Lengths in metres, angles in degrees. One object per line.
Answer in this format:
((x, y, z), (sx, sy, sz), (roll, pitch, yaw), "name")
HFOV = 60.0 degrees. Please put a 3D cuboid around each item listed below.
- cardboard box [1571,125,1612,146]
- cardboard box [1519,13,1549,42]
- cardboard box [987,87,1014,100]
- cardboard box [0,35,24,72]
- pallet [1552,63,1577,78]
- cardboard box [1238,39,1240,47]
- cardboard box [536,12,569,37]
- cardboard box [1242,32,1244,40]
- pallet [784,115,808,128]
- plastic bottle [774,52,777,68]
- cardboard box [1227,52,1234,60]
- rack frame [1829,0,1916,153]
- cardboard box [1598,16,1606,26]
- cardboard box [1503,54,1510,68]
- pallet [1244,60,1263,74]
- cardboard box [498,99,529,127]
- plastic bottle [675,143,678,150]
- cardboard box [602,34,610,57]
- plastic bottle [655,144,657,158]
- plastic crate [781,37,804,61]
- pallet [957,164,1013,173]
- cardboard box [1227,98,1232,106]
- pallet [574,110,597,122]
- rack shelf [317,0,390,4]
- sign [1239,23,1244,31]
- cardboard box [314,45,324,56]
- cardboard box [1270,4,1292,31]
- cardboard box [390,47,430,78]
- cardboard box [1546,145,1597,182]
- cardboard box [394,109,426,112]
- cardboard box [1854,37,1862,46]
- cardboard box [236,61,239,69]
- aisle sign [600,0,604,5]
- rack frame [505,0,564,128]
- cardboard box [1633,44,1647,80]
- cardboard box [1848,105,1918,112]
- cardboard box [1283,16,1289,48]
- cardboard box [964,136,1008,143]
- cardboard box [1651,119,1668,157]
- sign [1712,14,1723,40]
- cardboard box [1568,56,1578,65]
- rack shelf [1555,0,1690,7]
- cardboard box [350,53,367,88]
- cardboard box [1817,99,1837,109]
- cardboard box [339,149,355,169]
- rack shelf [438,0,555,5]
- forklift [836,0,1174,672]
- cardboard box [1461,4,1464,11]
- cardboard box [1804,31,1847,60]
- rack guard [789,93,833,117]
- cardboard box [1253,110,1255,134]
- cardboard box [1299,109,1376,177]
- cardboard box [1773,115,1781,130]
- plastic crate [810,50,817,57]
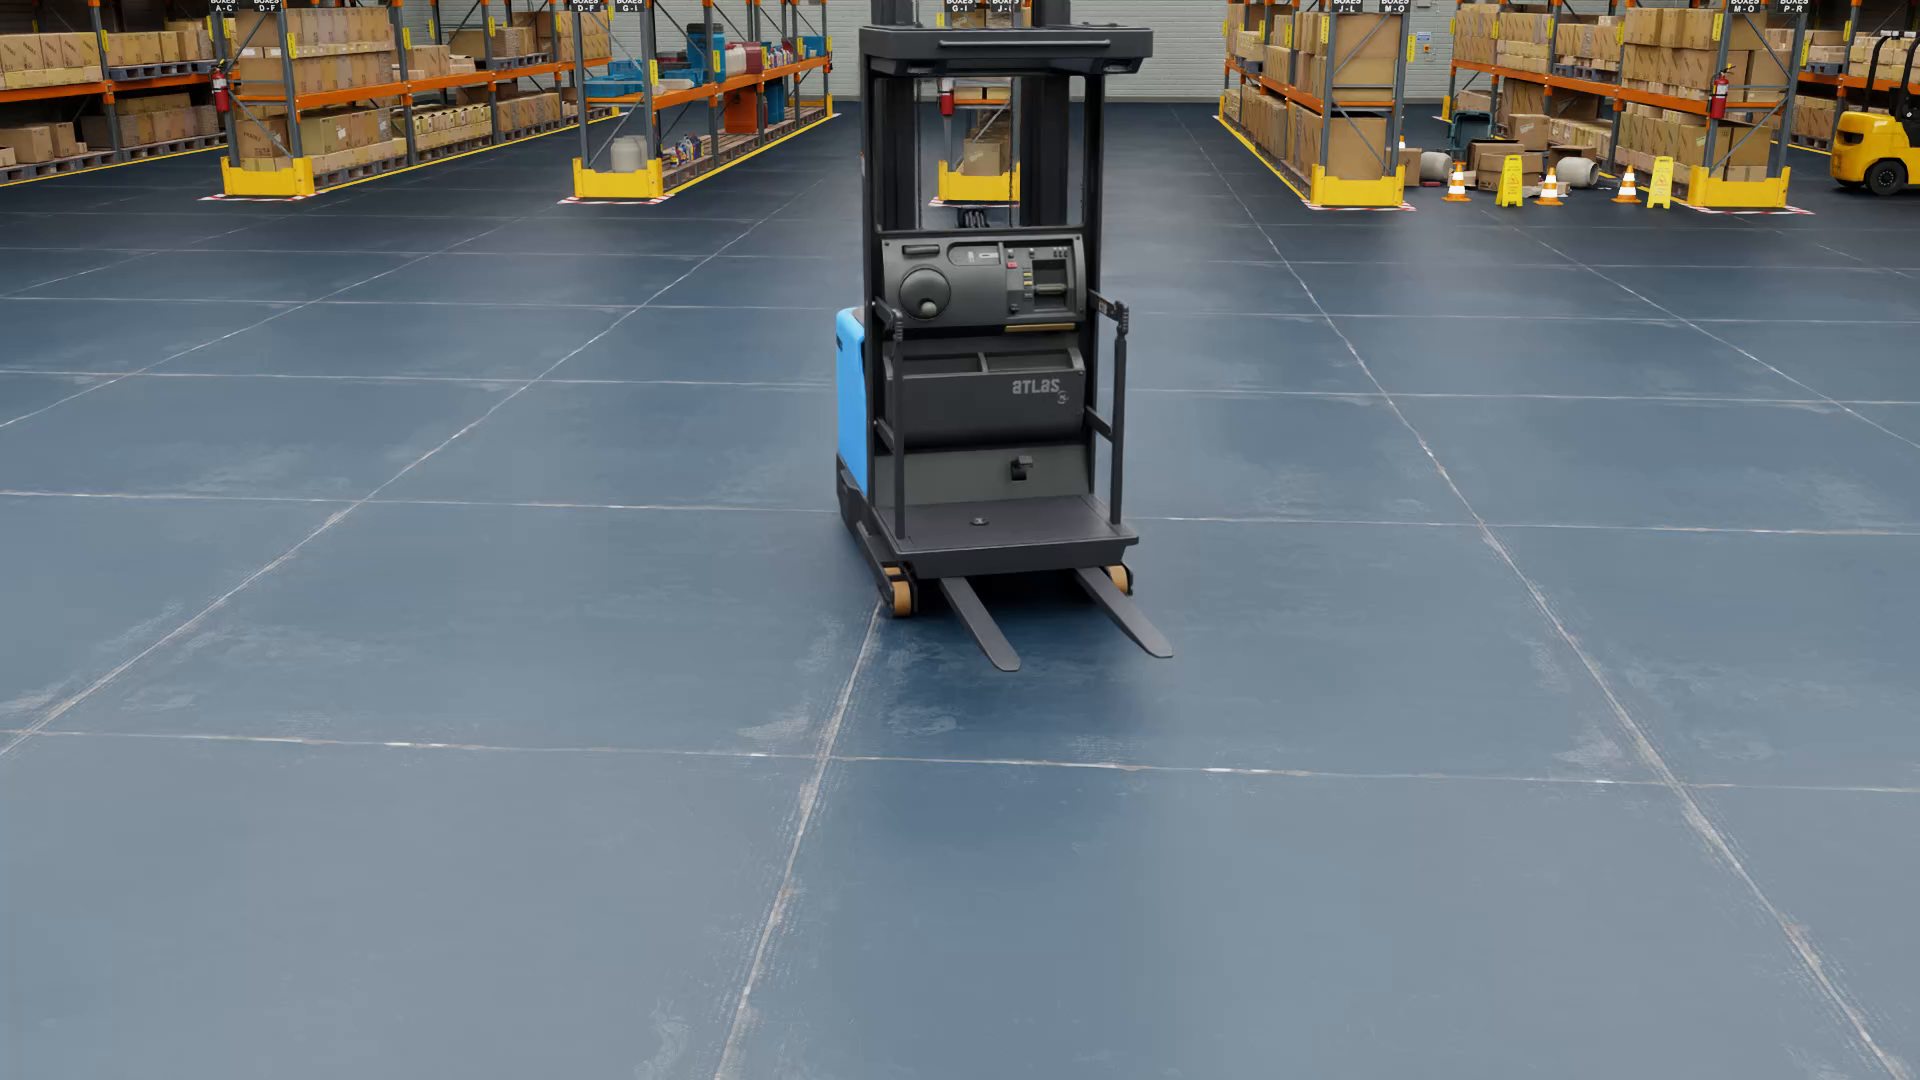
((10.600, -6.596, 27.282), (0.950, 0.372, 0.625), (2, 18, 6), "cardboard box")
((10.646, -9.445, 30.665), (0.500, 0.500, 0.500), (1, 18, 3), "cardboard box")
((0.556, -5.986, 22.277), (0.380, 0.149, 0.250), (1, 18, 4), "cardboard box")
((-14.101, -7.104, 24.289), (0.500, 0.500, 0.500), (1, 18, 2), "cardboard box")
((10.811, -7.971, 28.239), (1.213, 0.211, 1.003), (1, 18, 4), "pallet")
((5.594, -9.636, 32.264), (0.380, 0.149, 0.250), (1, 18, 3), "cardboard box")
((-8.408, -10.634, 34.293), (0.500, 0.500, 0.500), (2, 18, 5), "cardboard box")
((5.538, -9.534, 31.477), (0.380, 0.149, 0.250), (1, 18, 3), "cardboard box")
((-3.768, -8.764, 34.830), (1.003, 0.211, 1.213), (1, 18, 4), "pallet")
((-3.548, -9.218, 31.924), (0.061, 0.283, 0.133), (1, 18, 4), "plastic bottle")
((5.985, -10.474, 35.975), (0.380, 0.149, 0.250), (1, 18, 2), "cardboard box")
((15.707, -8.176, 28.557), (1.000, 3.000, 0.127), (1, 18, 4), "rack frame")
((10.309, -8.188, 26.241), (0.380, 0.149, 0.250), (1, 18, 2), "cardboard box")
((10.712, -9.165, 31.817), (0.500, 0.250, 0.500), (1, 18, 3), "cardboard box")
((5.756, -8.497, 29.846), (1.213, 0.211, 1.003), (1, 18, 4), "pallet")
((-8.619, -8.204, 31.950), (0.500, 0.500, 0.500), (1, 18, 3), "cardboard box")
((-4.273, -5.879, 25.202), (0.061, 0.283, 0.133), (1, 18, 4), "plastic bottle")
((-8.196, -11.116, 37.370), (0.500, 0.500, 0.500), (2, 18, 6), "cardboard box")
((-4.717, -5.998, 25.587), (0.097, 0.271, 0.097), (0, 18, 0), "plastic bottle")
((-3.468, -10.190, 34.506), (0.402, 0.464, 0.583), (1, 18, 4), "plastic crate")
((0.487, -5.350, 24.411), (1.003, 0.211, 1.213), (1, 18, 4), "pallet")
((5.959, -9.439, 35.840), (0.380, 0.149, 0.250), (2, 18, 6), "cardboard box")
((-8.588, -9.239, 36.281), (1.003, 0.211, 1.213), (1, 18, 4), "pallet")
((-13.520, -11.785, 35.911), (1.077, 0.370, 4.000), (1, 18, 4), "rack shelf")
((5.556, -10.028, 32.820), (0.100, 0.325, 0.005), (1, 18, 4), "sign")
((-9.284, -6.955, 23.629), (0.380, 0.149, 0.250), (1, 18, 3), "cardboard box")
((6.373, -10.406, 33.118), (0.500, 0.500, 0.500), (2, 18, 5), "cardboard box")
((-9.187, -7.936, 27.665), (0.500, 0.500, 0.500), (3, 18, 8), "cardboard box")
((9.035, -5.554, 24.566), (0.500, 0.500, 0.500), (17, 25, 41), "cardboard box")
((-9.444, -7.251, 28.575), (0.500, 0.311, 0.500), (1, 18, 3), "cardboard box")
((15.390, -8.439, 28.159), (0.380, 0.149, 0.250), (2, 18, 6), "cardboard box")
((-13.669, -8.904, 31.150), (0.380, 0.149, 0.250), (2, 18, 5), "cardboard box")
((-8.125, -12.463, 37.467), (0.394, 0.787, 0.004), (1, 18, 4), "aisle sign")
((-8.723, -9.971, 34.037), (1.000, 3.000, 0.127), (1, 18, 4), "rack frame")
((10.147, -6.945, 24.163), (0.500, 0.500, 0.500), (1, 18, 4), "cardboard box")
((15.649, -7.054, 28.271), (0.875, 0.625, 0.625), (2, 18, 6), "cardboard box")
((5.663, -8.273, 27.087), (0.700, 0.500, 0.500), (1, 18, 3), "cardboard box")
((0.368, -5.414, 23.468), (0.500, 0.500, 0.500), (6, 19, 18), "cardboard box")
((10.057, -5.624, 23.305), (0.500, 0.500, 0.500), (1, 18, 3), "cardboard box")
((9.630, -6.520, 21.136), (0.100, 0.325, 0.005), (1, 18, 4), "sign")
((10.387, -8.013, 27.789), (0.380, 0.149, 0.250), (1, 18, 4), "cardboard box")
((10.612, -8.748, 26.641), (1.077, 0.370, 4.000), (1, 18, 4), "rack shelf")
((-9.393, -7.077, 25.042), (0.700, 0.500, 0.500), (2, 18, 5), "cardboard box")
((15.478, -7.740, 29.526), (0.380, 0.149, 0.250), (0, 18, 1), "cardboard box")
((-9.254, -5.610, 24.467), (0.500, 0.250, 0.500), (1, 18, 4), "cardboard box")
((-8.866, -10.434, 31.786), (1.077, 0.370, 4.000), (1, 18, 4), "rack shelf")
((0.159, -1.175, 7.302), (1.130, 2.935, 3.031), (-4, 19, -12), "forklift")
((11.028, -11.497, 35.885), (0.380, 0.149, 0.250), (2, 18, 5), "cardboard box")
((15.639, -8.936, 30.036), (0.797, 0.503, 0.637), (1, 18, 3), "cardboard box")
((-3.507, -9.922, 37.900), (1.175, 0.500, 0.348), (1, 18, 4), "rack guard")
((5.598, -7.587, 30.099), (0.500, 0.500, 0.500), (1, 18, 4), "cardboard box")
((5.281, -5.555, 23.297), (0.875, 0.875, 0.875), (1, 18, 3), "cardboard box")
((15.666, -7.964, 31.251), (0.500, 0.500, 0.500), (1, 18, 2), "cardboard box")
((-3.373, -10.748, 36.734), (0.396, 0.136, 0.243), (1, 18, 4), "plastic crate")
